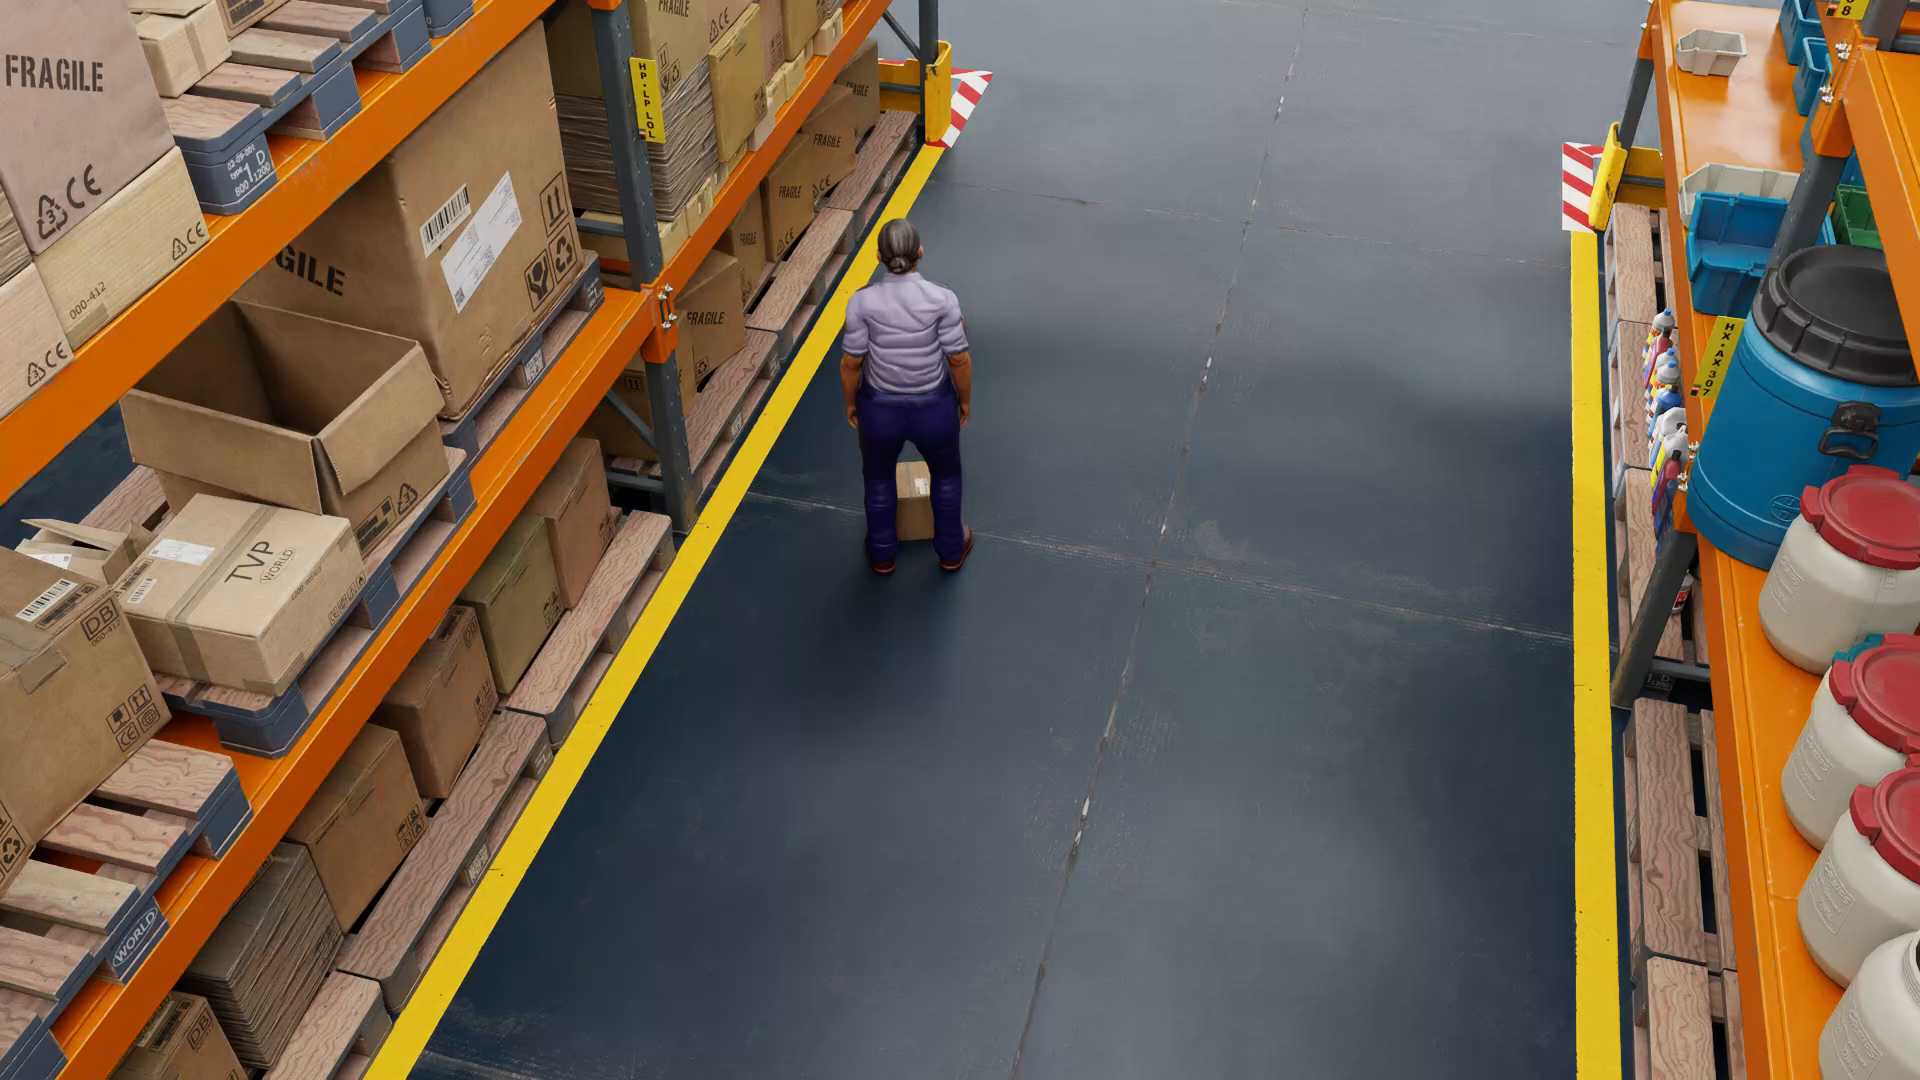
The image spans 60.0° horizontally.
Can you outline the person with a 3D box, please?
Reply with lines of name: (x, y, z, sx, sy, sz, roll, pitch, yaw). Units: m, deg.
person: (-0.207, -0.543, 6.783, 0.538, 1.651, 0.378, -1, 41, -1)
